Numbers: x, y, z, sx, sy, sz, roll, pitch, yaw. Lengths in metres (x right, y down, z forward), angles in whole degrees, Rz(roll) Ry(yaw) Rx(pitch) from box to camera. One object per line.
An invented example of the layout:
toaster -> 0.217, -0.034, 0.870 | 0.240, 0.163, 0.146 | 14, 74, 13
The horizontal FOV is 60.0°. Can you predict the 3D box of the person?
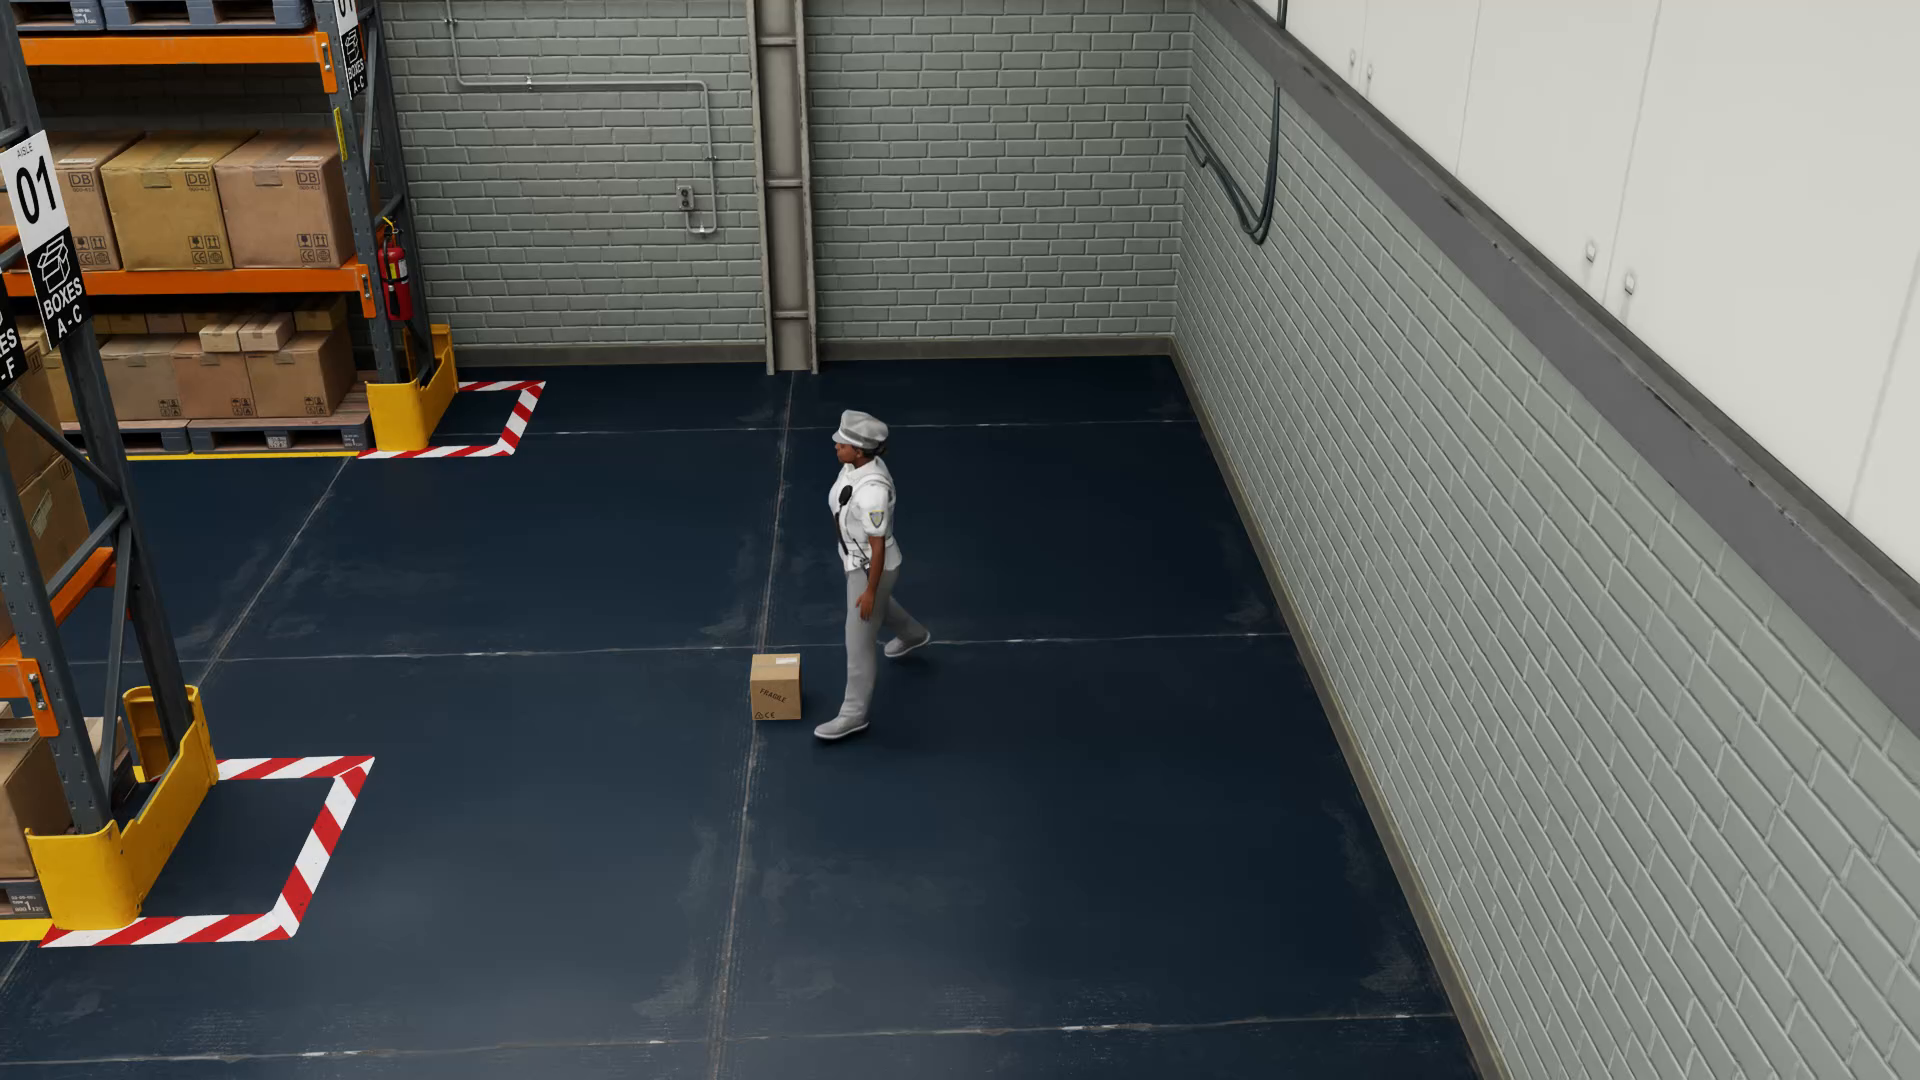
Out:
person -> -0.456, 0.086, 8.420 | 0.724, 1.667, 0.763 | -6, 28, -11
